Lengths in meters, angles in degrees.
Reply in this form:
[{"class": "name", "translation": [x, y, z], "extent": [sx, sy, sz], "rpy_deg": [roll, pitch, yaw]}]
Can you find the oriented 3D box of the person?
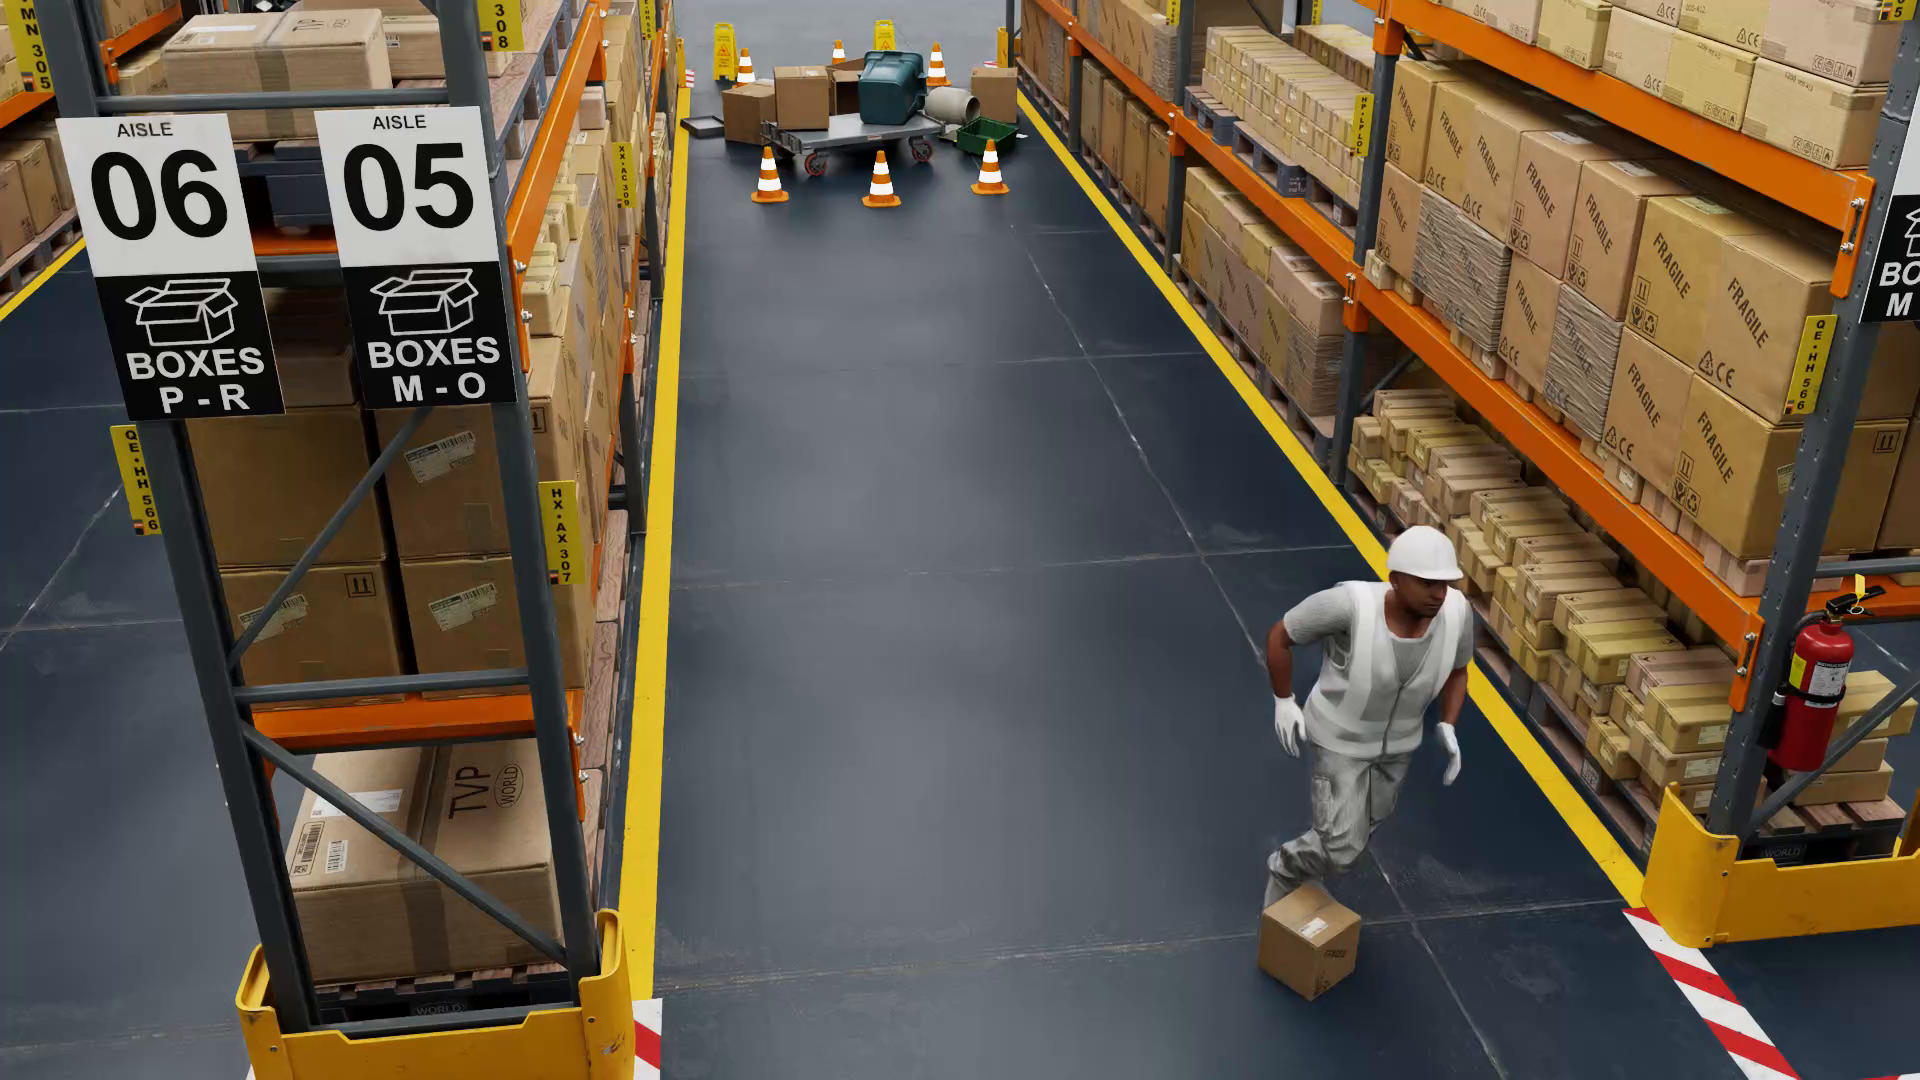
[{"class": "person", "translation": [1.413, 0.689, 5.791], "extent": [0.683, 1.724, 0.708], "rpy_deg": [-7, 28, -14]}]
